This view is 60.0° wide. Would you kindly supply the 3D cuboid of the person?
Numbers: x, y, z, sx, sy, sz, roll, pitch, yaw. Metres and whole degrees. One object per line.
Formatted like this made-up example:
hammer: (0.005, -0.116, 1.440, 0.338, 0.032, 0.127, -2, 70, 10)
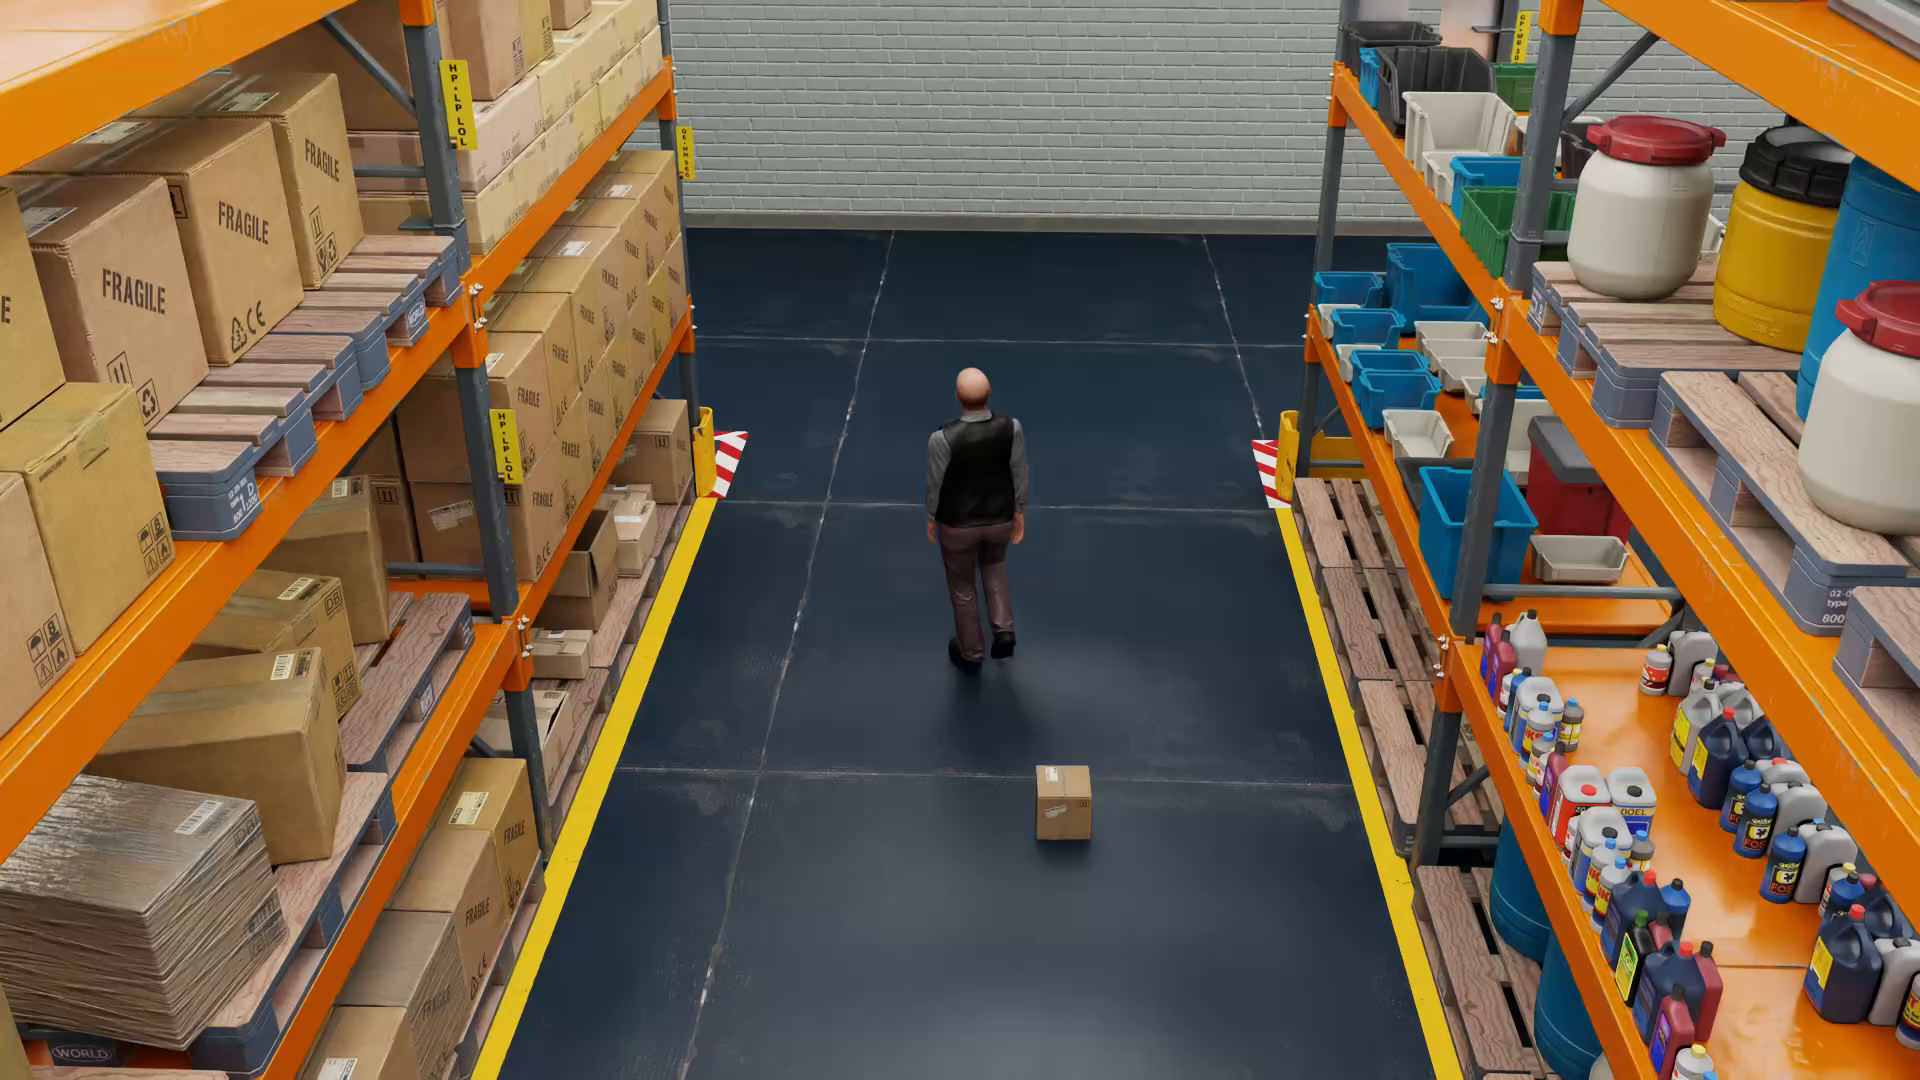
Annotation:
person: (0.082, -0.102, 8.789, 0.546, 1.719, 0.473, -10, 29, -18)
